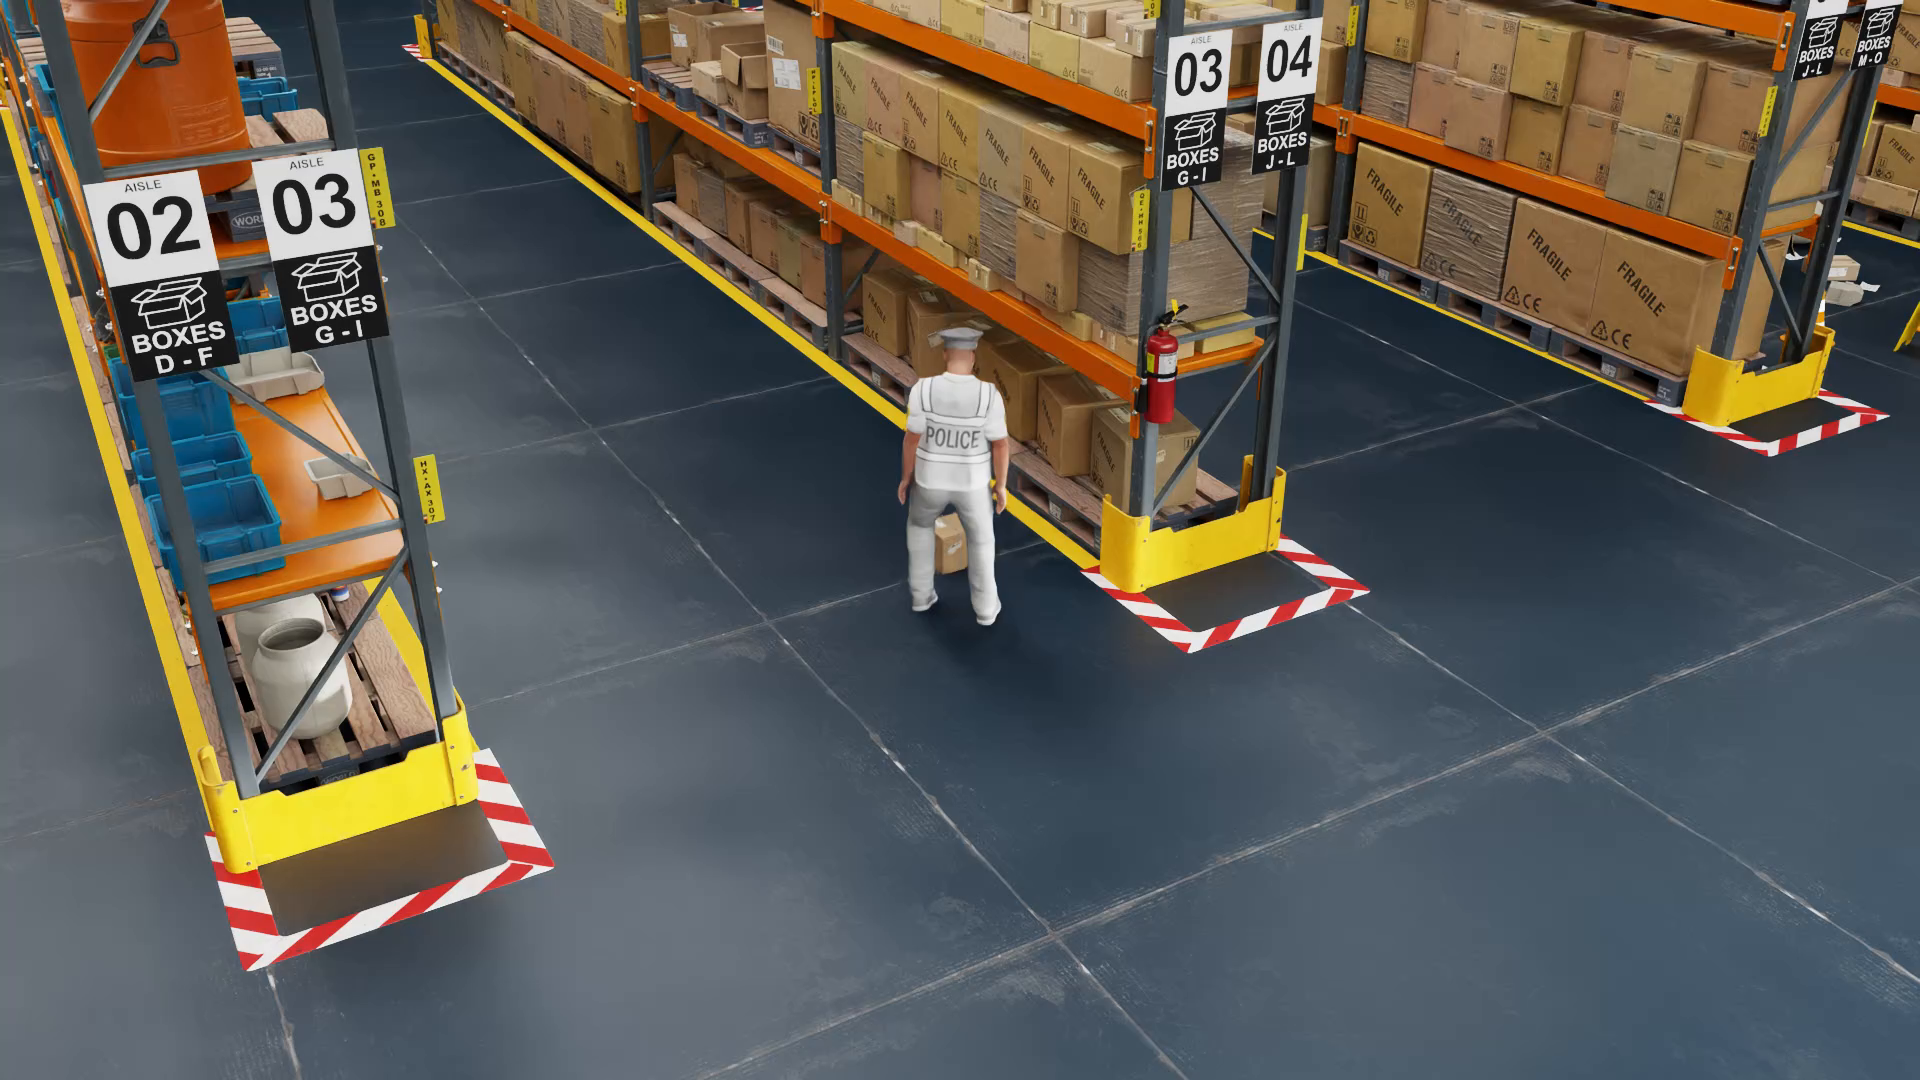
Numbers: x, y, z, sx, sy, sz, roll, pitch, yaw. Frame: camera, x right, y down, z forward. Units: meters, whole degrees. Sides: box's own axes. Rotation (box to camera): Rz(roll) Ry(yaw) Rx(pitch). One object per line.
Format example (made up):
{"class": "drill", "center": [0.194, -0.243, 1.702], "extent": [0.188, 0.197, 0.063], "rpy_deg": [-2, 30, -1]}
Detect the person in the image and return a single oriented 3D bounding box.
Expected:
{"class": "person", "center": [-0.036, -0.327, 9.119], "extent": [0.606, 1.742, 0.425], "rpy_deg": [2, 29, 3]}
